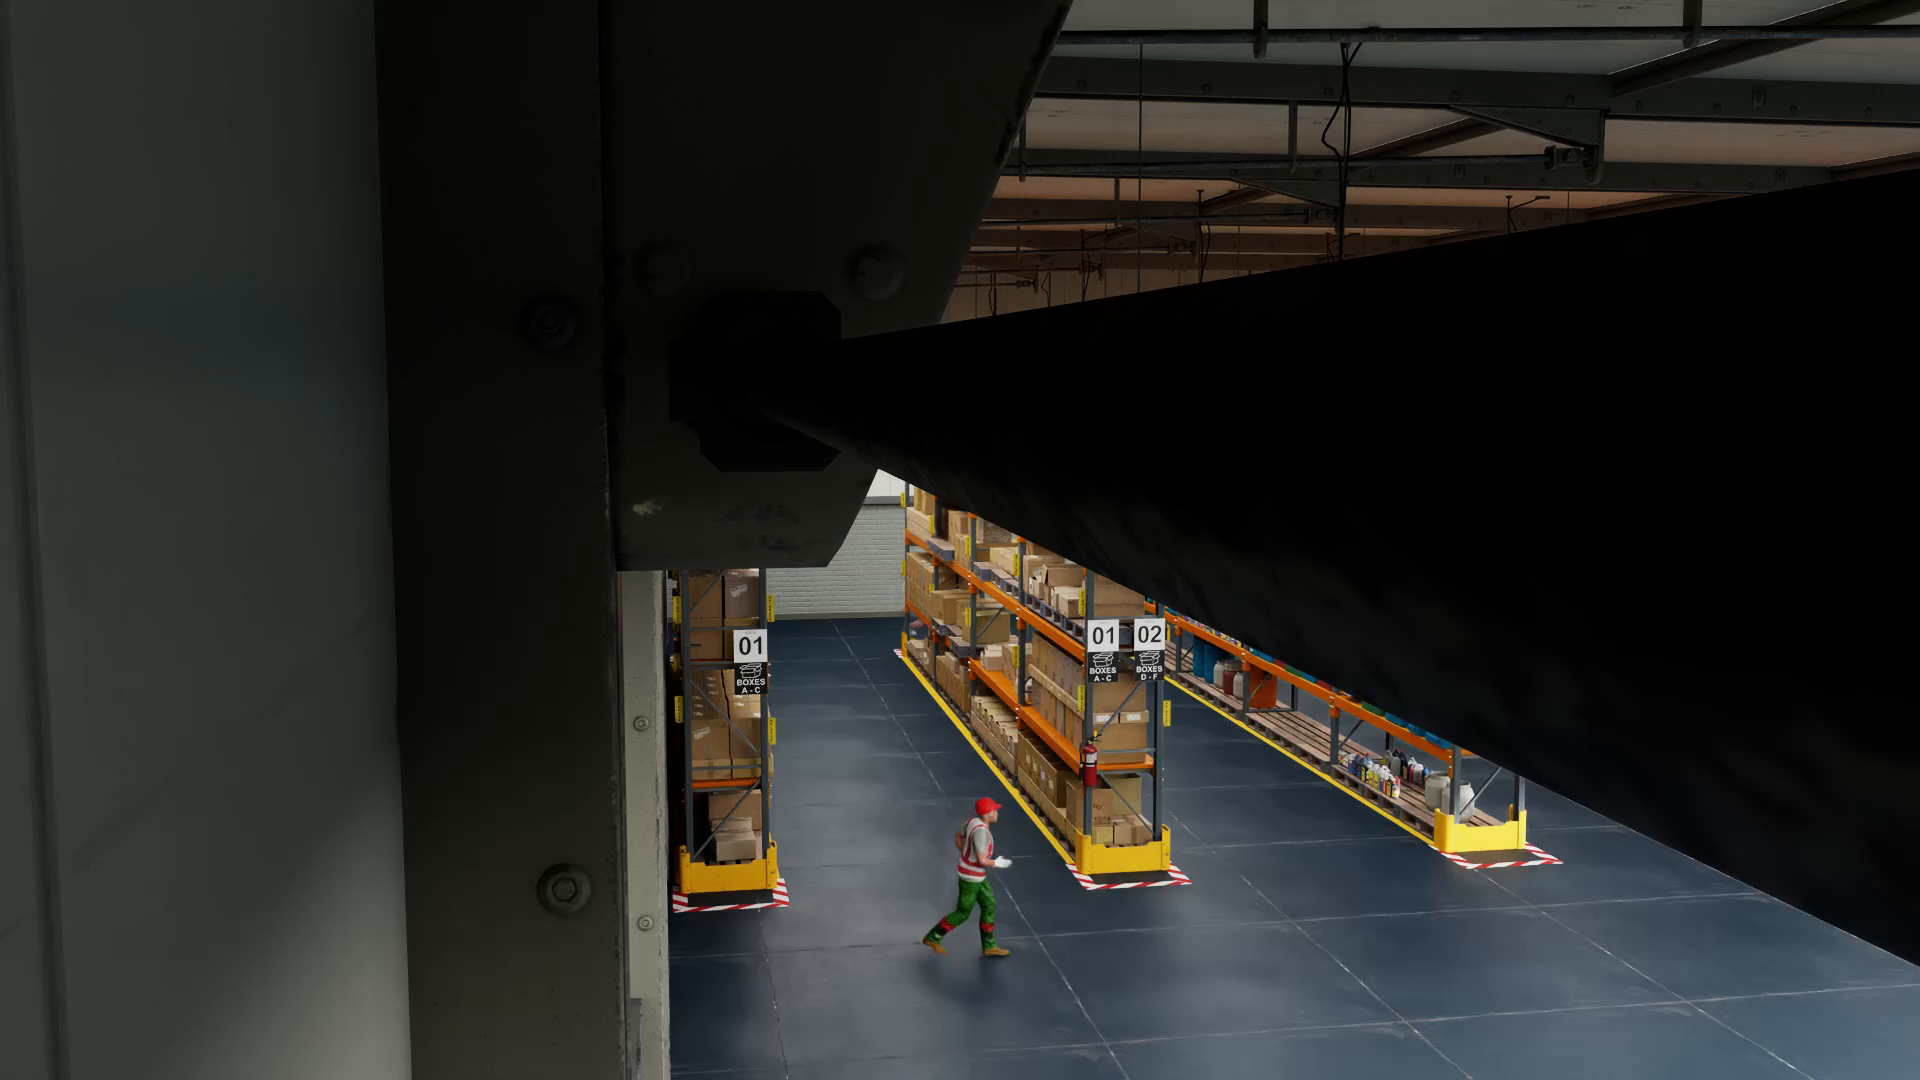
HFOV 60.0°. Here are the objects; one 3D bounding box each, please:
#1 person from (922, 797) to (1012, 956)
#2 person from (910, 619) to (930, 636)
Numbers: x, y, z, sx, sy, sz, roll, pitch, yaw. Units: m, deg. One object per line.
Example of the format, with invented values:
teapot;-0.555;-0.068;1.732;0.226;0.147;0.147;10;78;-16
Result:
person;0.075;3.614;17.805;0.957;1.755;0.678;0;6;1
person;-0.810;1.530;38.525;0.843;1.646;0.565;4;7;31
